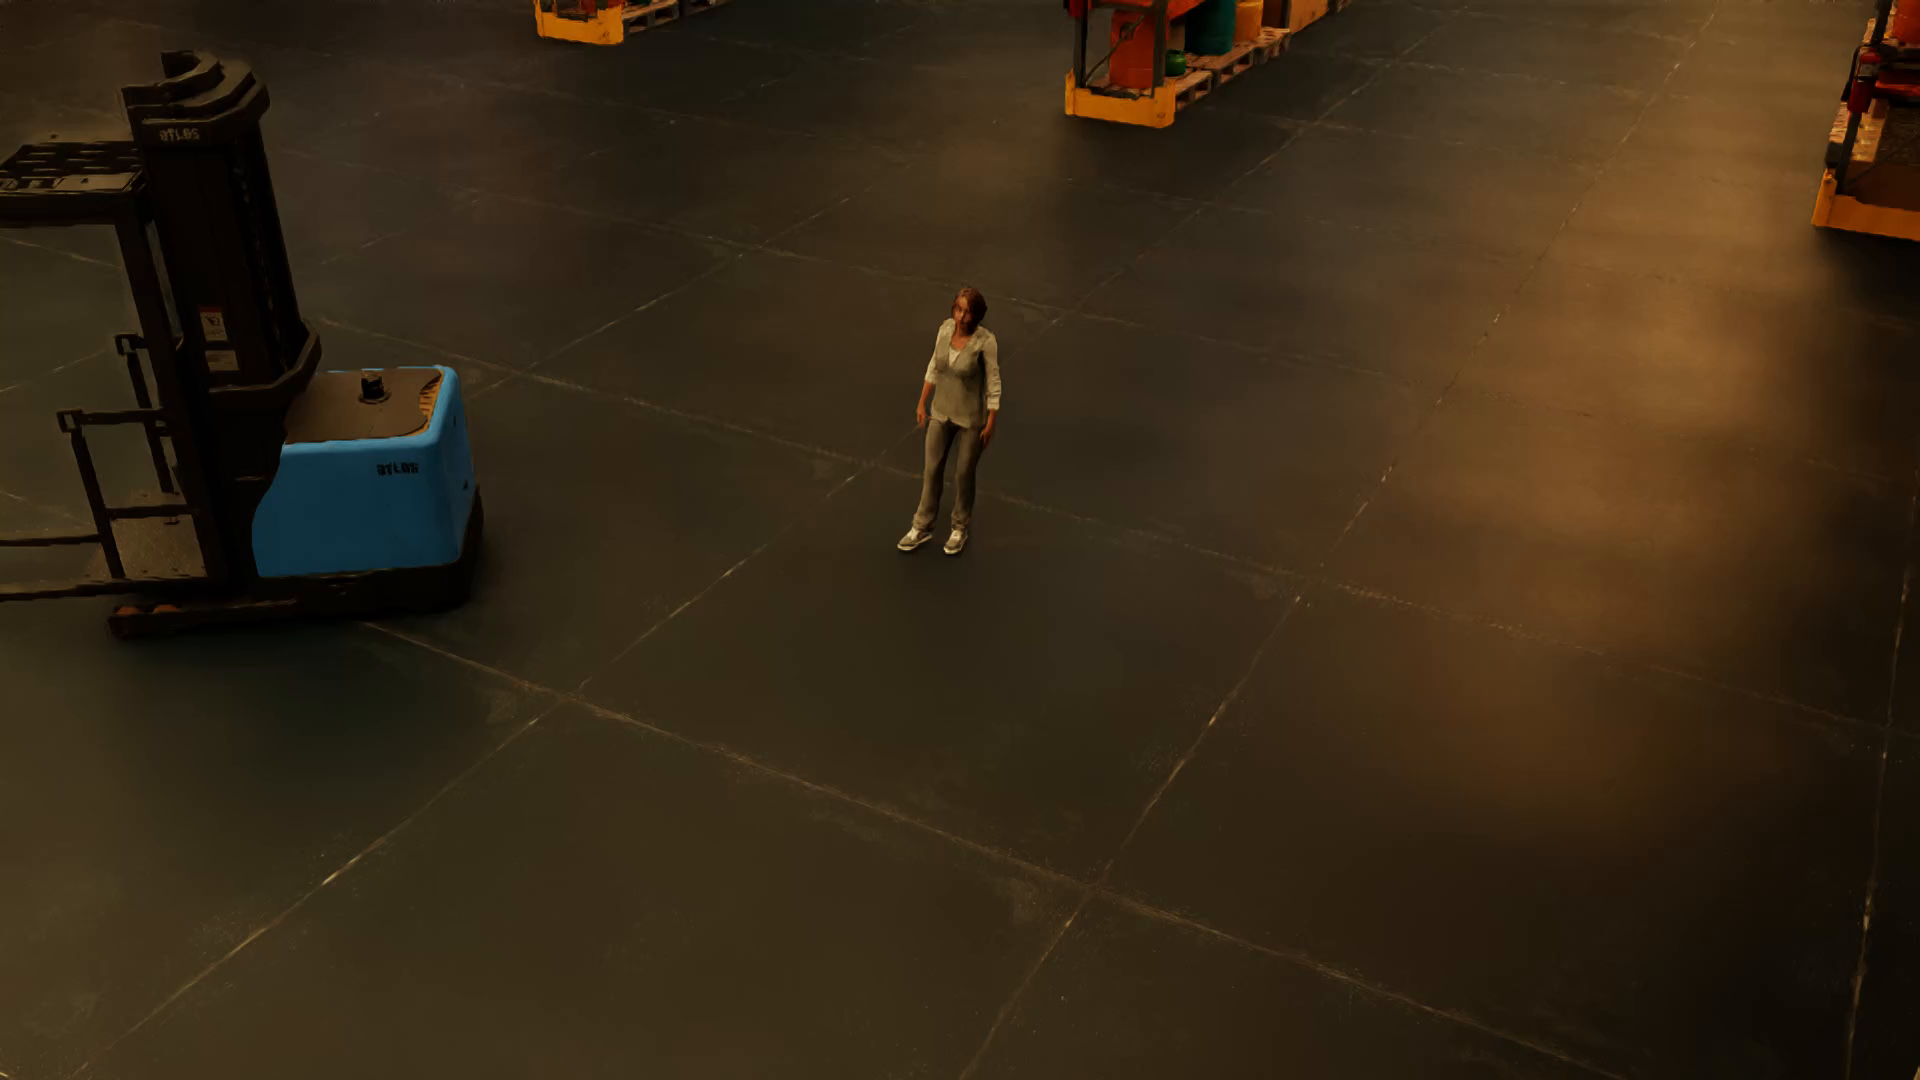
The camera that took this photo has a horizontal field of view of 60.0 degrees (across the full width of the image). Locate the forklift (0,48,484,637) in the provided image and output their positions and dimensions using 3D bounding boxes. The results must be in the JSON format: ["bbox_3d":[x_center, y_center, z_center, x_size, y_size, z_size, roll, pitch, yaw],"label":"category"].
[{"bbox_3d":[-4.327,-1.020,8.838,3.031,2.935,1.130,-4,30,-7],"label":"forklift"}]

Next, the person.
[{"bbox_3d":[-0.048,-0.669,9.550,0.521,1.597,0.474,15,33,25],"label":"person"}]
